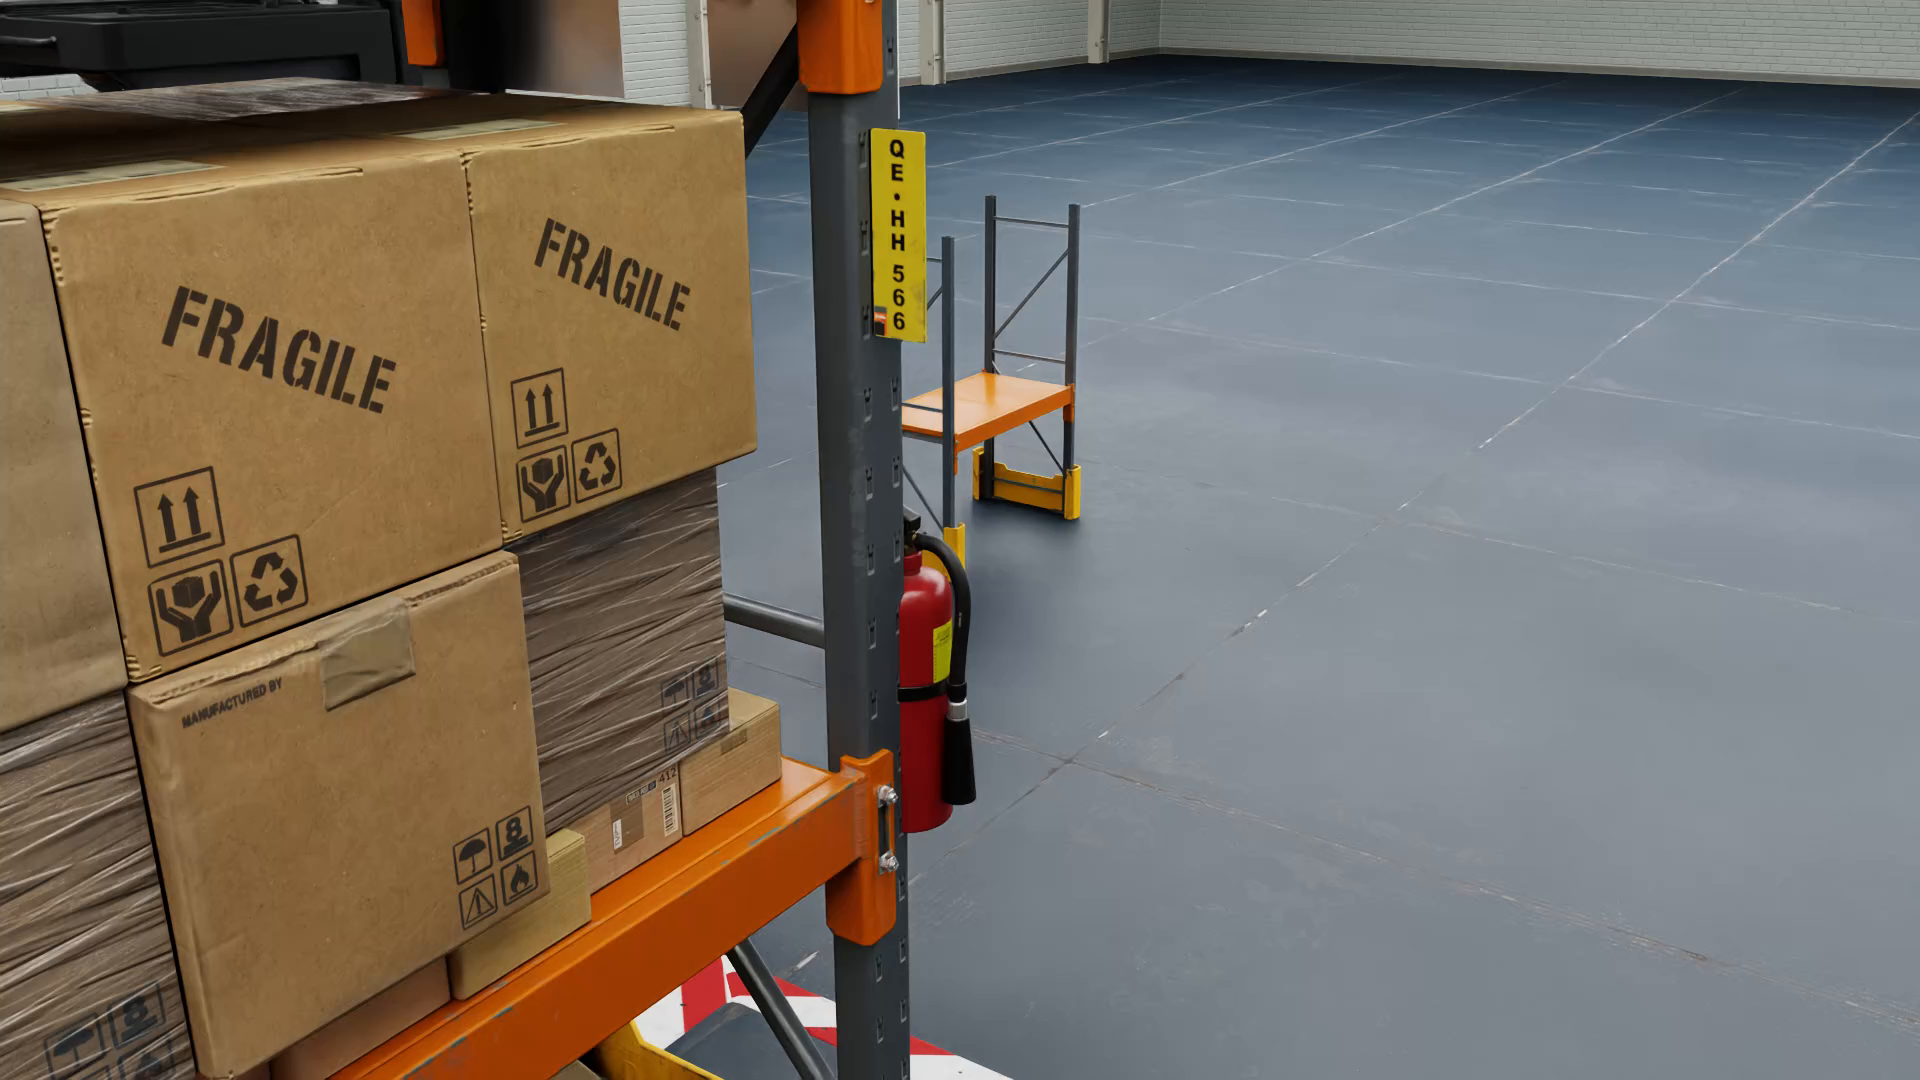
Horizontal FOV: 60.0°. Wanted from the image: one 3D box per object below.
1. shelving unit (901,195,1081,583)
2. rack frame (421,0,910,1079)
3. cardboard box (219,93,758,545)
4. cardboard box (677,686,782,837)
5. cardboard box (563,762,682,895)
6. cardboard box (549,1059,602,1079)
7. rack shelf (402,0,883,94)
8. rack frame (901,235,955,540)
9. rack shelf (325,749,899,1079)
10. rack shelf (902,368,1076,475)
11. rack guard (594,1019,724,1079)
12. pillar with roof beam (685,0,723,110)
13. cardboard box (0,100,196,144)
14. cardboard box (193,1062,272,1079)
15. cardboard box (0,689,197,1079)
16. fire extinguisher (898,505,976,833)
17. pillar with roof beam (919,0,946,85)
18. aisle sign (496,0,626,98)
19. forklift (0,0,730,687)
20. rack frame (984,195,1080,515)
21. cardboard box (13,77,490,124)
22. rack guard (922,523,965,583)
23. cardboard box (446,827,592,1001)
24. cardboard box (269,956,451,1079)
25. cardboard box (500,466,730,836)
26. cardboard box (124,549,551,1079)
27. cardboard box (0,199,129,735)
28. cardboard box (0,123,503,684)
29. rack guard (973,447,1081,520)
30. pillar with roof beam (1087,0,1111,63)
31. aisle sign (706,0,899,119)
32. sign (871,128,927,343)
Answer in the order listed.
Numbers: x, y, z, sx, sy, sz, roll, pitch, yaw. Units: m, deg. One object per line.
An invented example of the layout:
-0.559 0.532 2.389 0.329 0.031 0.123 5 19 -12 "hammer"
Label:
0.043 -0.725 7.564 0.587 1.500 1.083 13 24 32 "shelving unit"
-0.545 0.104 3.161 0.949 2.616 0.053 13 24 32 "rack frame"
-0.647 -0.345 2.360 0.500 0.500 0.500 13 24 32 "cardboard box"
-0.532 0.344 2.873 0.380 0.149 0.250 13 24 32 "cardboard box"
-0.673 0.416 2.679 0.380 0.149 0.250 13 24 32 "cardboard box"
-0.908 1.256 3.044 0.500 0.500 0.500 19 28 42 "cardboard box"
-1.667 -0.391 1.212 1.077 0.370 4.000 13 24 32 "rack shelf"
-0.238 -0.582 7.177 0.500 1.500 0.032 13 24 32 "rack frame"
-1.667 1.016 1.732 1.077 0.370 4.000 13 24 32 "rack shelf"
0.048 -0.559 7.633 0.538 0.185 1.000 13 24 32 "rack shelf"
-0.585 1.299 3.534 1.175 0.500 0.348 13 24 32 "rack guard"
-0.304 -9.910 21.585 9.100 9.000 0.400 13 24 32 "pillar with roof beam"
-1.364 -0.304 2.249 0.500 0.500 0.500 13 24 32 "cardboard box"
-1.099 0.630 2.100 0.380 0.149 0.250 13 24 32 "cardboard box"
-1.373 0.372 1.862 0.875 0.500 0.500 13 24 32 "cardboard box"
-0.097 0.198 3.018 0.296 0.674 0.183 13 24 32 "fire extinguisher"
3.069 -11.631 26.239 9.100 9.000 0.400 13 24 32 "pillar with roof beam"
-0.756 -1.191 2.914 0.394 0.787 0.004 13 24 32 "aisle sign"
-2.093 -0.428 4.698 1.130 2.935 3.031 14 24 33 "forklift"
0.334 -0.874 7.965 0.500 1.500 0.032 13 24 32 "rack frame"
-1.077 -0.446 2.634 0.500 0.500 0.500 13 24 32 "cardboard box"
-0.237 0.004 7.394 0.587 0.250 0.087 13 24 32 "rack guard"
-0.771 0.498 2.458 0.380 0.149 0.250 13 24 32 "cardboard box"
-0.924 0.566 2.272 0.380 0.149 0.250 13 24 32 "cardboard box"
-0.875 0.070 2.678 0.875 0.500 0.500 13 24 32 "cardboard box"
-1.056 0.237 2.227 0.875 0.500 0.500 13 24 32 "cardboard box"
-1.207 -0.057 1.582 0.500 0.500 0.500 13 24 32 "cardboard box"
-0.924 -0.200 1.969 0.500 0.500 0.500 13 24 32 "cardboard box"
0.323 -0.282 8.167 0.587 0.250 0.087 13 24 32 "rack guard"
6.442 -13.353 30.893 9.100 9.000 0.400 13 24 32 "pillar with roof beam"
-0.260 -1.074 2.598 0.394 0.787 0.004 13 24 32 "aisle sign"
-0.095 -0.473 2.595 0.100 0.325 0.005 13 24 32 "sign"
